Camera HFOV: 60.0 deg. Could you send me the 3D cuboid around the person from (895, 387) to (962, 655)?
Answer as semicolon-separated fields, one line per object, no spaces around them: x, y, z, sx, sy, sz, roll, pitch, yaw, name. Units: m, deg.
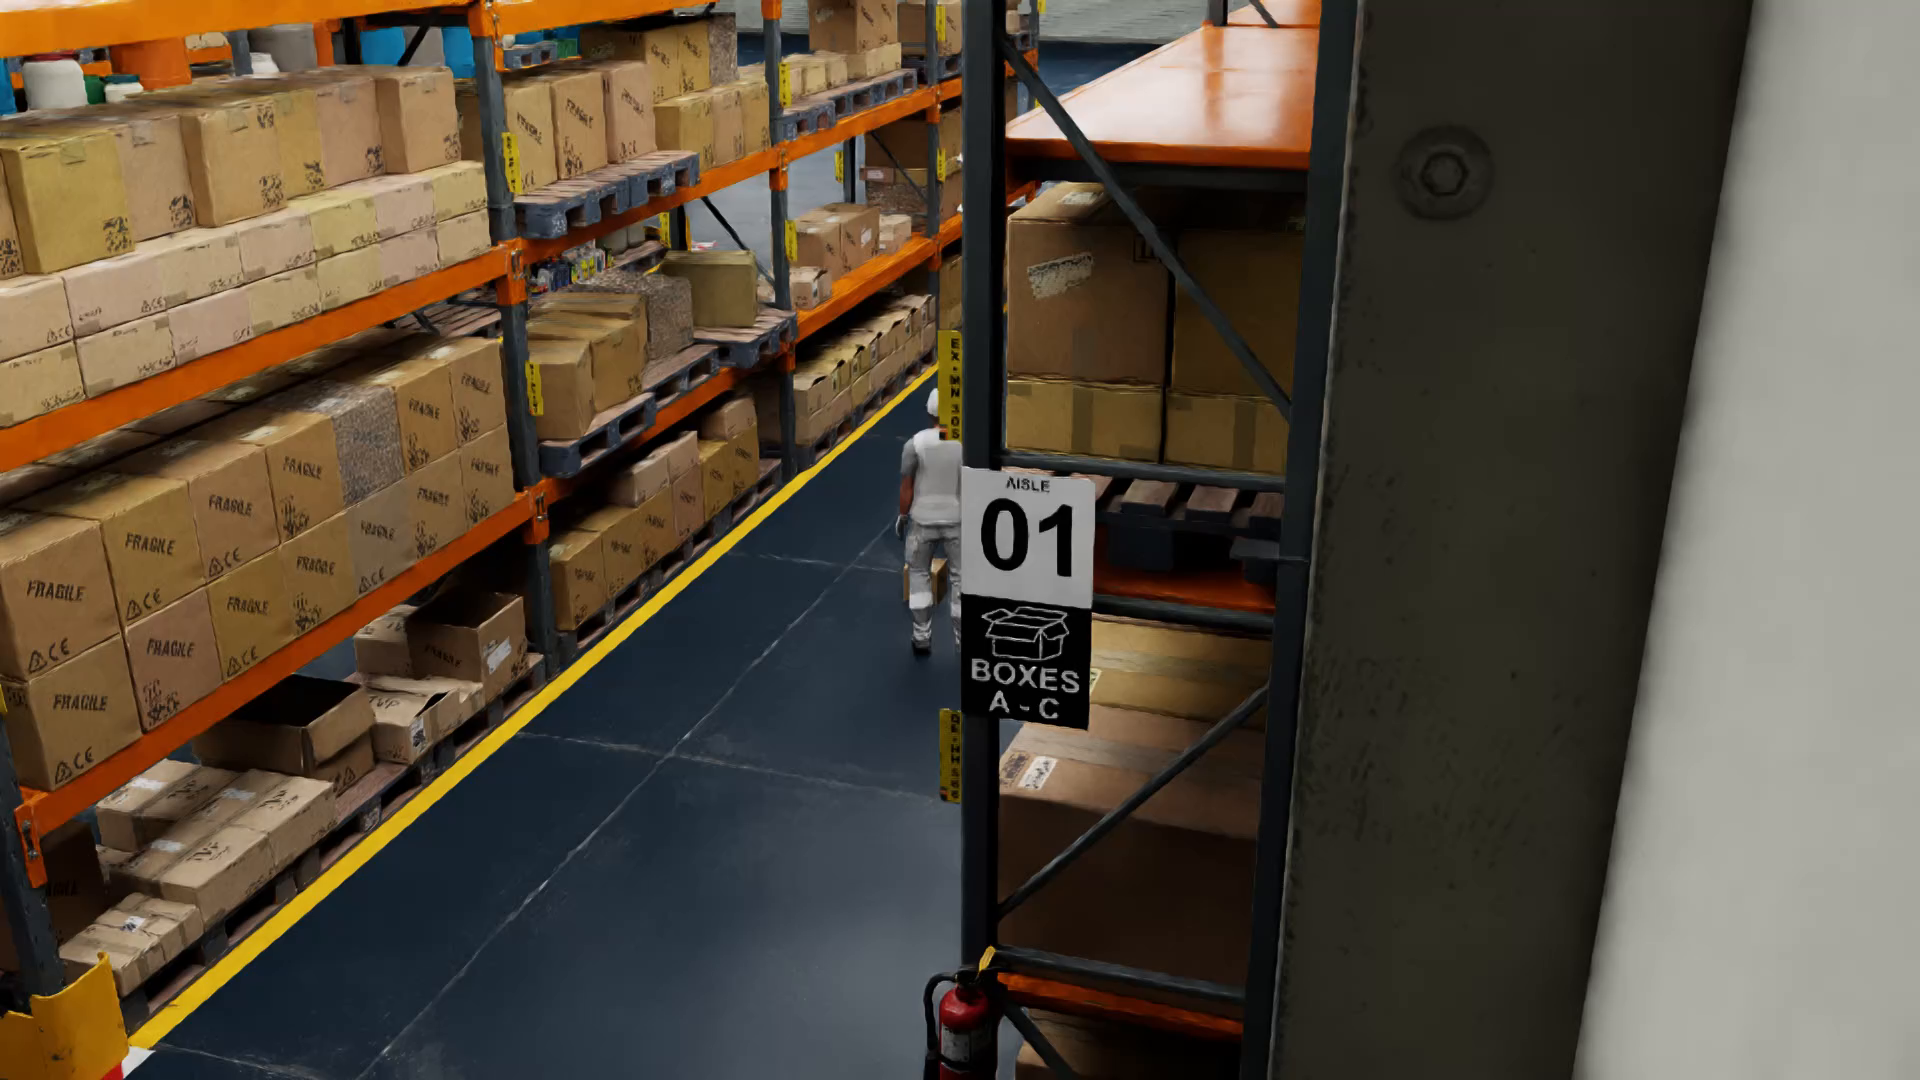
-0.119;-0.131;10.720;0.601;1.789;0.360;-1;22;-4;person
